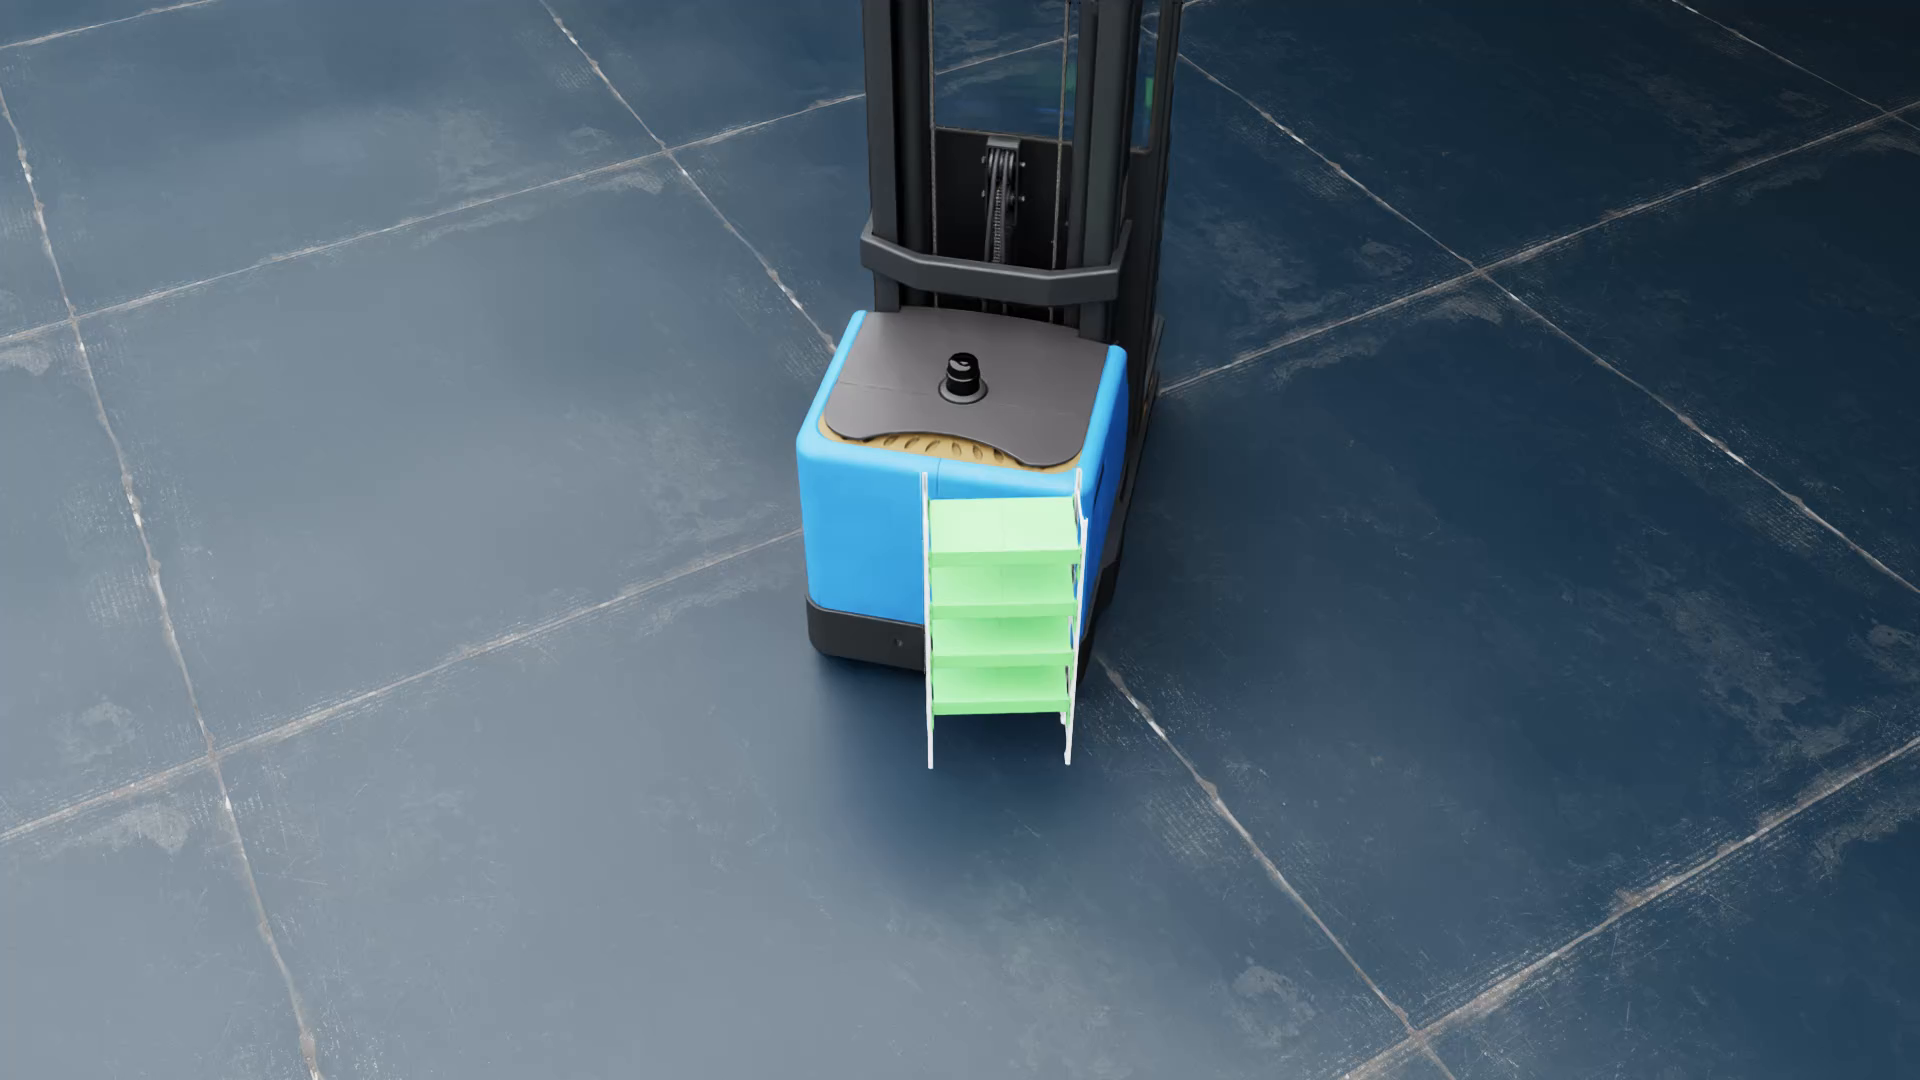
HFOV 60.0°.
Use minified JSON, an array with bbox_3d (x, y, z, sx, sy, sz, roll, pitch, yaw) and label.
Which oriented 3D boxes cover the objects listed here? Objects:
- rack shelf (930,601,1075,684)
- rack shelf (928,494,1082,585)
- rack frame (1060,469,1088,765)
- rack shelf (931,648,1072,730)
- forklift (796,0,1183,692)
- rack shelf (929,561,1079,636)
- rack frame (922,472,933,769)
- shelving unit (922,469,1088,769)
[{"bbox_3d":[0.136,0.340,5.630,0.480,0.148,0.258,-1,44,-1],"label":"rack shelf"},{"bbox_3d":[0.136,-0.004,5.295,0.480,0.148,0.258,-1,44,-1],"label":"rack shelf"},{"bbox_3d":[0.380,0.288,5.591,0.015,1.200,0.240,-1,44,-1],"label":"rack frame"},{"bbox_3d":[0.136,0.512,5.797,0.480,0.148,0.258,-1,44,-1],"label":"rack shelf"},{"bbox_3d":[0.259,-1.534,6.226,1.130,2.935,3.031,9,45,9],"label":"forklift"},{"bbox_3d":[0.136,0.168,5.462,0.480,0.148,0.258,-1,44,-1],"label":"rack shelf"},{"bbox_3d":[-0.108,0.300,5.579,0.015,1.200,0.240,-1,44,-1],"label":"rack frame"},{"bbox_3d":[0.136,0.294,5.585,0.503,1.200,0.258,-1,44,-1],"label":"shelving unit"}]
